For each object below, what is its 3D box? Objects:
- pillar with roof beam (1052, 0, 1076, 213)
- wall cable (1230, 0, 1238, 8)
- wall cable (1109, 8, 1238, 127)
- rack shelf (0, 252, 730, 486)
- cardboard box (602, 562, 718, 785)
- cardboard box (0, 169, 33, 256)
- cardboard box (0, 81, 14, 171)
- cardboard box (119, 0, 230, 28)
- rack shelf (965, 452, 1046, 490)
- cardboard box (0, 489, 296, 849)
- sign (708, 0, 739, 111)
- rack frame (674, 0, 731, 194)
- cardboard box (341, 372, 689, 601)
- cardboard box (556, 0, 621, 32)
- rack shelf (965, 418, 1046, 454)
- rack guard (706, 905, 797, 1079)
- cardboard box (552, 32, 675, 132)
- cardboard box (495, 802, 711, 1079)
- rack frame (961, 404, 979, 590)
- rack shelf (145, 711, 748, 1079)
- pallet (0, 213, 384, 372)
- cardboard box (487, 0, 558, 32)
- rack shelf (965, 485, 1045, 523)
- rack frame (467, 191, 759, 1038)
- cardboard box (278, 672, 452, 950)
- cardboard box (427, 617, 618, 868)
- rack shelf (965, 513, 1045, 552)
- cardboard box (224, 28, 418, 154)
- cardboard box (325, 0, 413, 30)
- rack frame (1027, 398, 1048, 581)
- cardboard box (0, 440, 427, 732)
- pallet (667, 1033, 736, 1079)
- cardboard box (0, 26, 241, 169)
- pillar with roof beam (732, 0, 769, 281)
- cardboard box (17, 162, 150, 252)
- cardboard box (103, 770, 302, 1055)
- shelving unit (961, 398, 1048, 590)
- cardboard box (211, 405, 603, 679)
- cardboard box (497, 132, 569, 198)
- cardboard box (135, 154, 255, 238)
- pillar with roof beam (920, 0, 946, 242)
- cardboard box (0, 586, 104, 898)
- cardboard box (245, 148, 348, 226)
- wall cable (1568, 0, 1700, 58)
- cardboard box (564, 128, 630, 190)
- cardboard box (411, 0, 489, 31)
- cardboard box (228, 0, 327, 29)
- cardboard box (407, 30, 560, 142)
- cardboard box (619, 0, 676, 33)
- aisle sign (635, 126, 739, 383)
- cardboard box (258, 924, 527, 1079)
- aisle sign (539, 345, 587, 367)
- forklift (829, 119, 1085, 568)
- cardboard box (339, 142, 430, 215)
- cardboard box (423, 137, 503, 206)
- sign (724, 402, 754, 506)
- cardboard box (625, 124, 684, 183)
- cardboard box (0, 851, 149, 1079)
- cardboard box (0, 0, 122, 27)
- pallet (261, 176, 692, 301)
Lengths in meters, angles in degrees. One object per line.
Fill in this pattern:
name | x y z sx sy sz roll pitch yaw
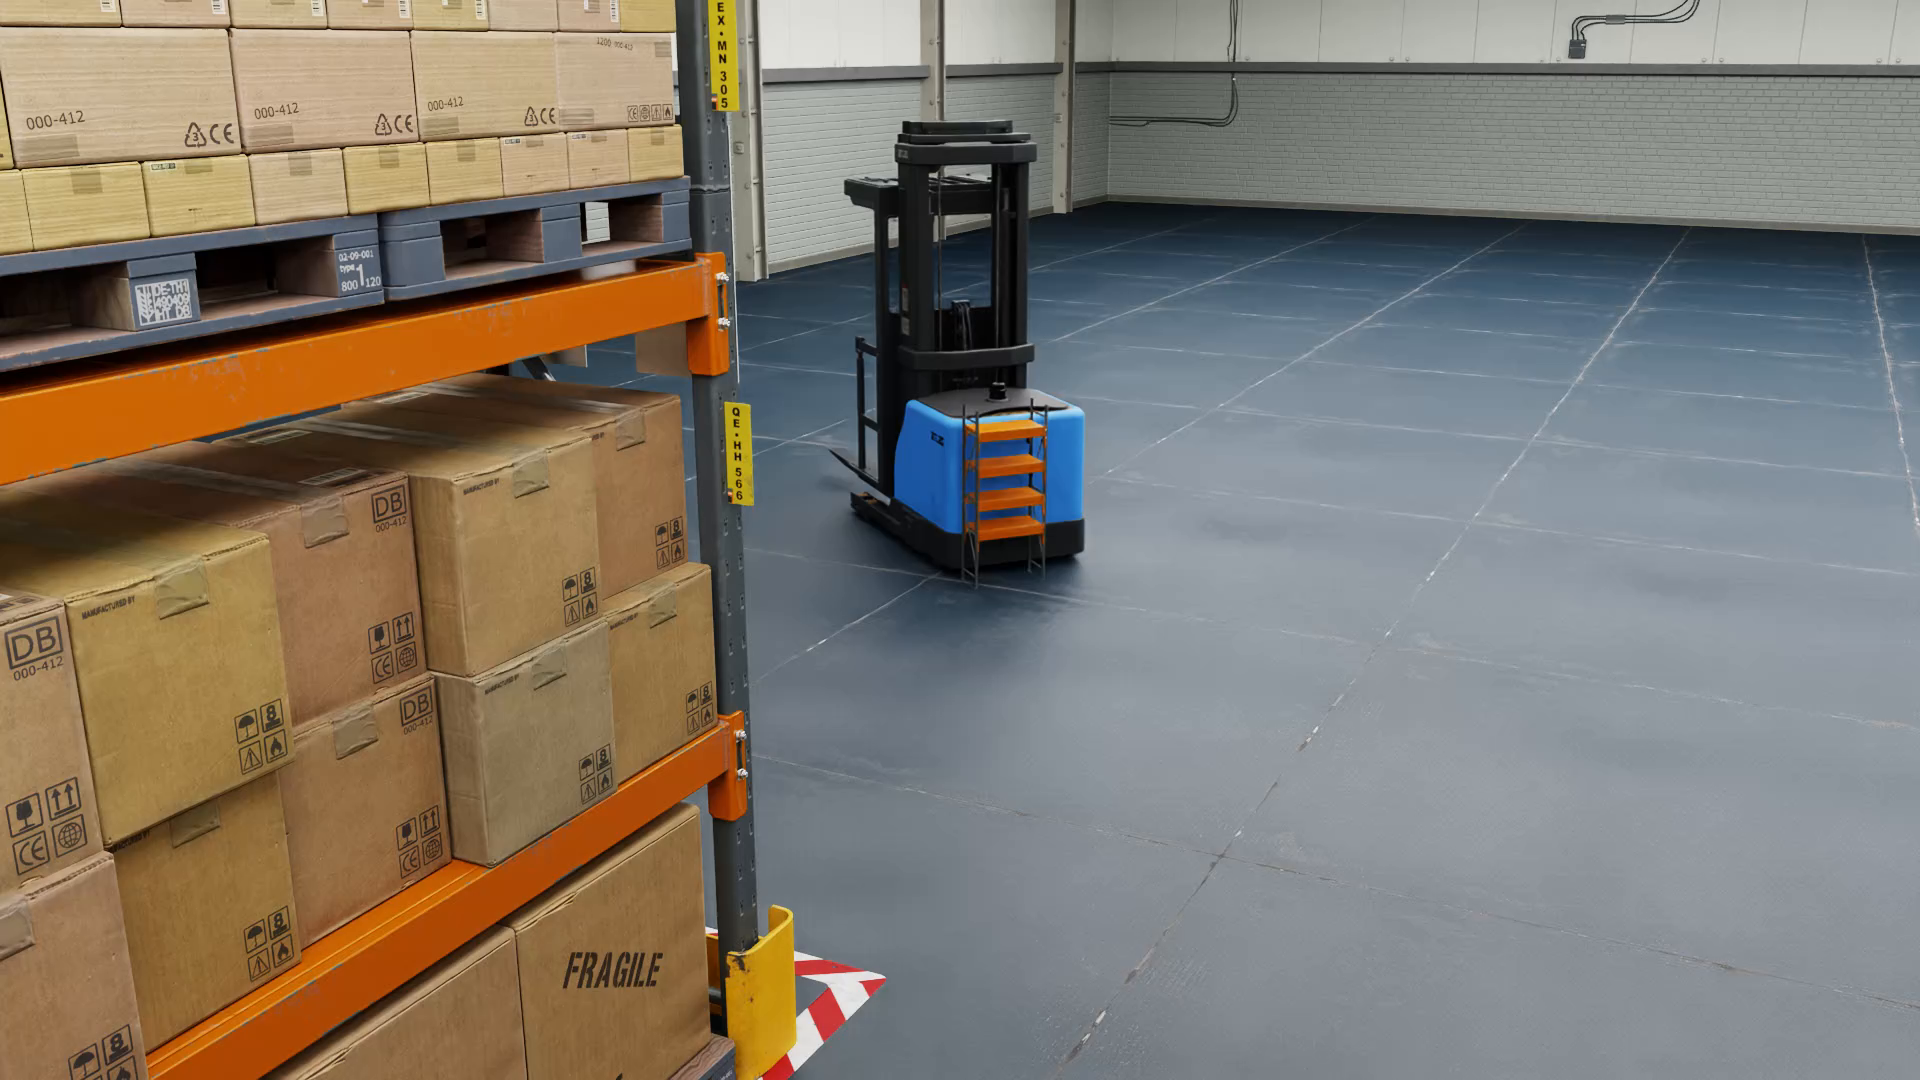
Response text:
pillar with roof beam | 6.049 -10.814 32.629 9.100 9.000 0.400 8 18 25
wall cable | 7.118 -12.532 34.998 3.097 2.526 0.112 8 18 25
wall cable | 4.697 -10.456 36.875 3.097 2.526 0.112 8 18 25
rack shelf | -2.068 -0.256 3.615 1.077 0.370 4.000 8 18 25
cardboard box | -1.299 0.356 5.295 0.875 0.550 0.550 8 18 25
cardboard box | -1.927 -0.595 3.018 0.380 0.149 0.250 8 18 25
cardboard box | -2.043 -0.758 2.868 0.500 0.250 0.500 8 18 25
cardboard box | -1.703 -1.104 3.333 0.380 0.149 0.250 8 18 26
rack shelf | 0.290 -0.453 10.890 0.480 0.148 0.258 -7 18 -22
cardboard box | -2.030 0.256 3.734 0.875 0.550 0.500 8 18 25
sign | -0.695 -1.425 4.868 0.100 0.325 0.005 8 18 25
rack frame | -1.174 -2.549 4.800 1.000 3.000 0.127 8 18 25
cardboard box | -1.375 -0.173 5.178 0.875 0.550 0.550 8 18 25
cardboard box | -1.134 -1.429 4.428 0.380 0.149 0.250 8 18 26
rack shelf | 0.291 -0.680 10.822 0.480 0.148 0.258 -7 18 -22
rack guard | -1.163 1.519 6.031 1.175 0.500 0.348 8 18 25
cardboard box | -1.143 -1.270 4.593 0.500 0.250 0.500 8 18 26
cardboard box | -1.418 1.326 5.287 0.875 0.875 0.875 8 18 26
rack frame | 0.065 -0.276 10.844 0.015 1.200 0.240 -7 18 -22
rack shelf | -2.068 1.182 4.042 1.077 0.370 4.000 8 18 25
pallet | -2.040 -0.566 3.549 1.003 0.211 1.213 8 18 25
cardboard box | -1.248 -1.364 4.208 0.380 0.149 0.250 8 19 26
rack shelf | 0.290 -0.239 10.956 0.480 0.148 0.258 -7 18 -22
rack frame | -1.174 0.327 5.654 1.000 3.000 0.127 8 18 25
cardboard box | -1.888 0.625 4.388 0.875 0.550 0.550 8 18 25
cardboard box | -1.526 0.498 4.814 0.875 0.550 0.550 8 18 25
rack shelf | 0.289 -0.049 11.013 0.480 0.148 0.258 -7 18 -22
cardboard box | -1.592 -1.015 3.734 0.500 0.250 0.500 8 18 25
cardboard box | -1.475 -1.234 3.772 0.380 0.149 0.250 8 18 26
rack frame | 0.514 -0.331 11.028 0.015 1.200 0.240 -7 18 -22
cardboard box | -1.910 0.104 4.244 0.875 0.550 0.550 8 18 25
pallet | -1.461 1.878 5.332 1.003 0.211 1.213 8 18 25
cardboard box | -1.818 -0.887 3.302 0.500 0.250 0.500 8 18 26
pillar with roof beam | 0.687 -7.758 22.338 9.100 9.000 0.400 8 18 25
cardboard box | -1.815 -0.658 3.230 0.380 0.149 0.250 8 18 26
cardboard box | -2.088 0.765 3.916 0.875 0.550 0.500 8 18 25
shelving unit | 0.290 -0.304 10.936 0.503 1.200 0.258 -7 18 -22
cardboard box | -1.538 -0.021 4.666 0.875 0.550 0.550 8 18 25
cardboard box | -1.247 -0.982 4.322 0.380 0.149 0.250 8 18 26
cardboard box | -1.701 -0.723 3.451 0.380 0.149 0.250 8 18 26
pillar with roof beam | 3.368 -9.286 27.484 9.100 9.000 0.400 8 18 25
cardboard box | -2.260 0.392 3.276 0.875 0.550 0.550 8 18 25
cardboard box | -1.588 -0.788 3.669 0.380 0.149 0.250 8 18 26
wall cable | 13.183 -12.363 31.869 2.305 6.003 0.169 8 18 25
cardboard box | -1.133 -1.048 4.543 0.380 0.149 0.250 8 18 26
cardboard box | -1.363 -1.298 3.985 0.380 0.149 0.250 8 19 26
cardboard box | -1.589 -1.169 3.551 0.380 0.149 0.250 8 18 25
cardboard box | -1.367 -1.143 4.164 0.500 0.250 0.500 8 18 25
cardboard box | -1.021 -1.493 4.641 0.380 0.149 0.250 8 18 26
aisle sign | -0.874 -0.899 5.217 0.394 0.787 0.004 8 18 25
cardboard box | -1.809 1.550 4.532 0.875 0.875 0.875 8 18 25
aisle sign | -1.411 -0.975 5.474 0.394 0.787 0.004 8 18 25
forklift | -0.181 -1.591 12.232 1.130 2.935 3.031 -7 18 -22
cardboard box | -1.474 -0.852 3.886 0.380 0.149 0.250 8 18 25
cardboard box | -1.360 -0.918 4.106 0.380 0.149 0.250 8 18 26
sign | -0.695 -0.269 5.211 0.100 0.325 0.005 8 18 25
cardboard box | -1.019 -1.112 4.759 0.380 0.149 0.250 8 18 25
cardboard box | -2.235 0.913 3.418 0.875 0.550 0.550 8 18 25
cardboard box | -1.815 -1.040 3.116 0.380 0.149 0.250 8 18 25
pallet | -1.496 -0.878 4.599 1.003 0.211 1.213 8 18 25
